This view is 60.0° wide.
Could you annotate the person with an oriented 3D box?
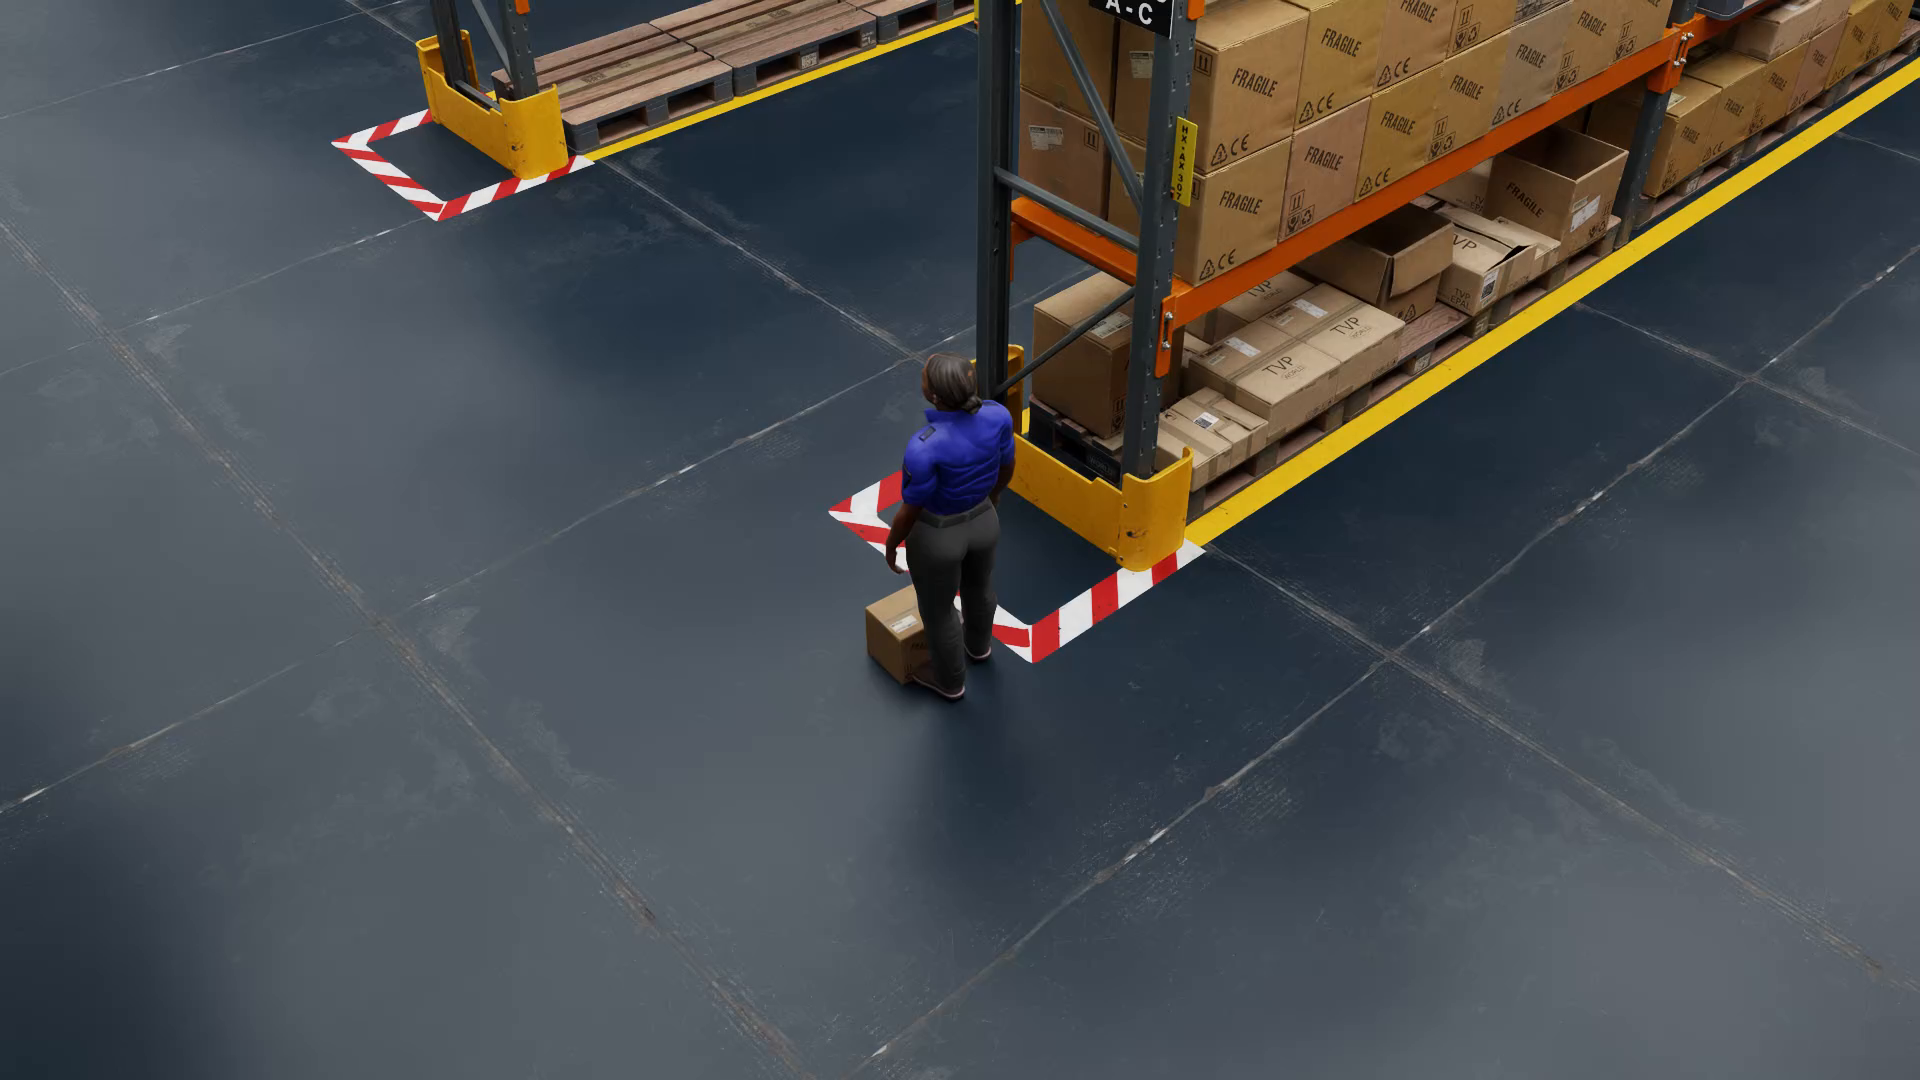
[{"bbox_3d":[-0.068,-0.079,6.241,0.567,1.654,0.504,-26,46,-27],"label":"person"}]
